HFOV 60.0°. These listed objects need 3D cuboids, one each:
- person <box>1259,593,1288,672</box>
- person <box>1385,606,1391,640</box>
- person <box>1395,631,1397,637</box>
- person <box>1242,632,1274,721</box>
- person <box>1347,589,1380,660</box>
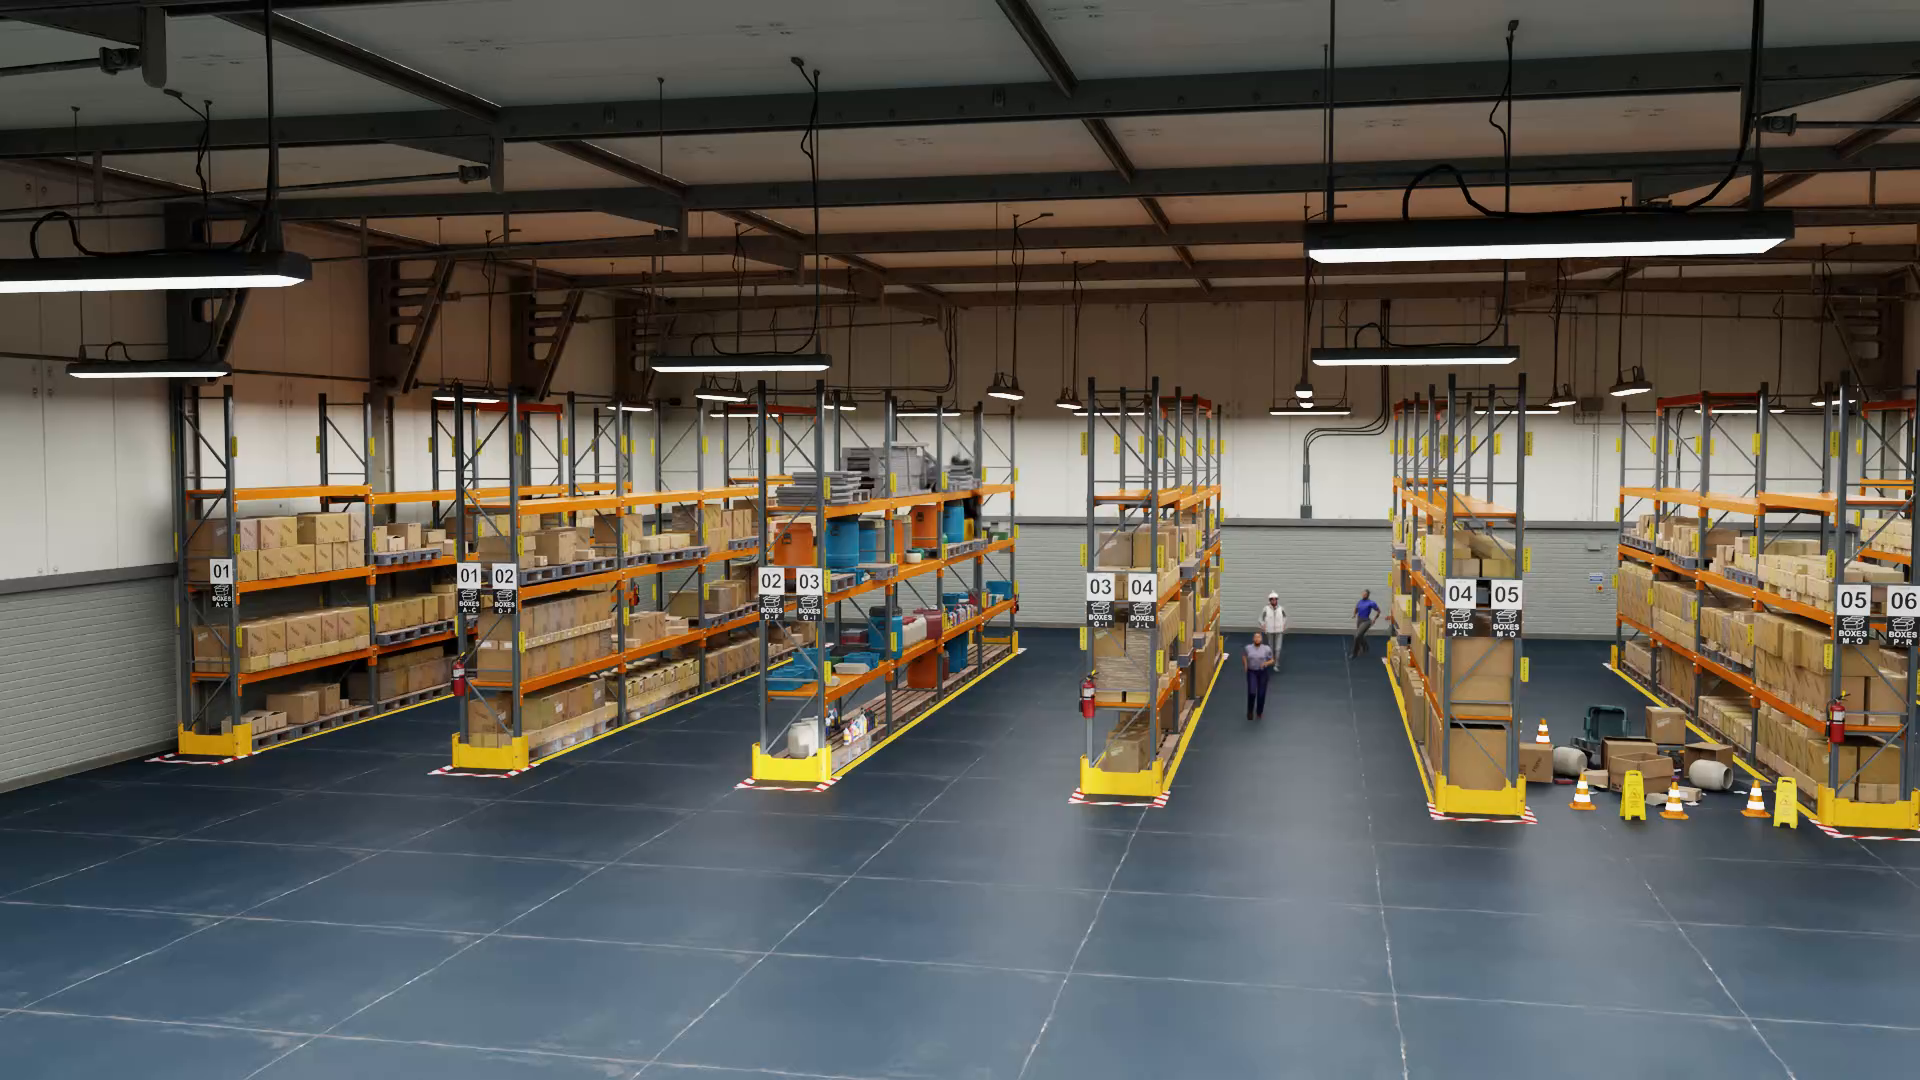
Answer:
[{"bbox_3d":[7.040,2.052,37.333,0.672,1.742,0.742,0,3,3],"label":"person"},{"bbox_3d":[10.429,1.927,39.858,0.562,1.680,0.766,2,4,37],"label":"person"},{"bbox_3d":[10.632,1.961,39.577,0.615,1.686,0.674,0,3,1],"label":"person"},{"bbox_3d":[5.435,2.489,30.353,0.585,1.635,0.660,1,3,10],"label":"person"},{"bbox_3d":[9.539,1.995,39.285,0.796,1.678,0.665,-2,4,-29],"label":"person"}]
